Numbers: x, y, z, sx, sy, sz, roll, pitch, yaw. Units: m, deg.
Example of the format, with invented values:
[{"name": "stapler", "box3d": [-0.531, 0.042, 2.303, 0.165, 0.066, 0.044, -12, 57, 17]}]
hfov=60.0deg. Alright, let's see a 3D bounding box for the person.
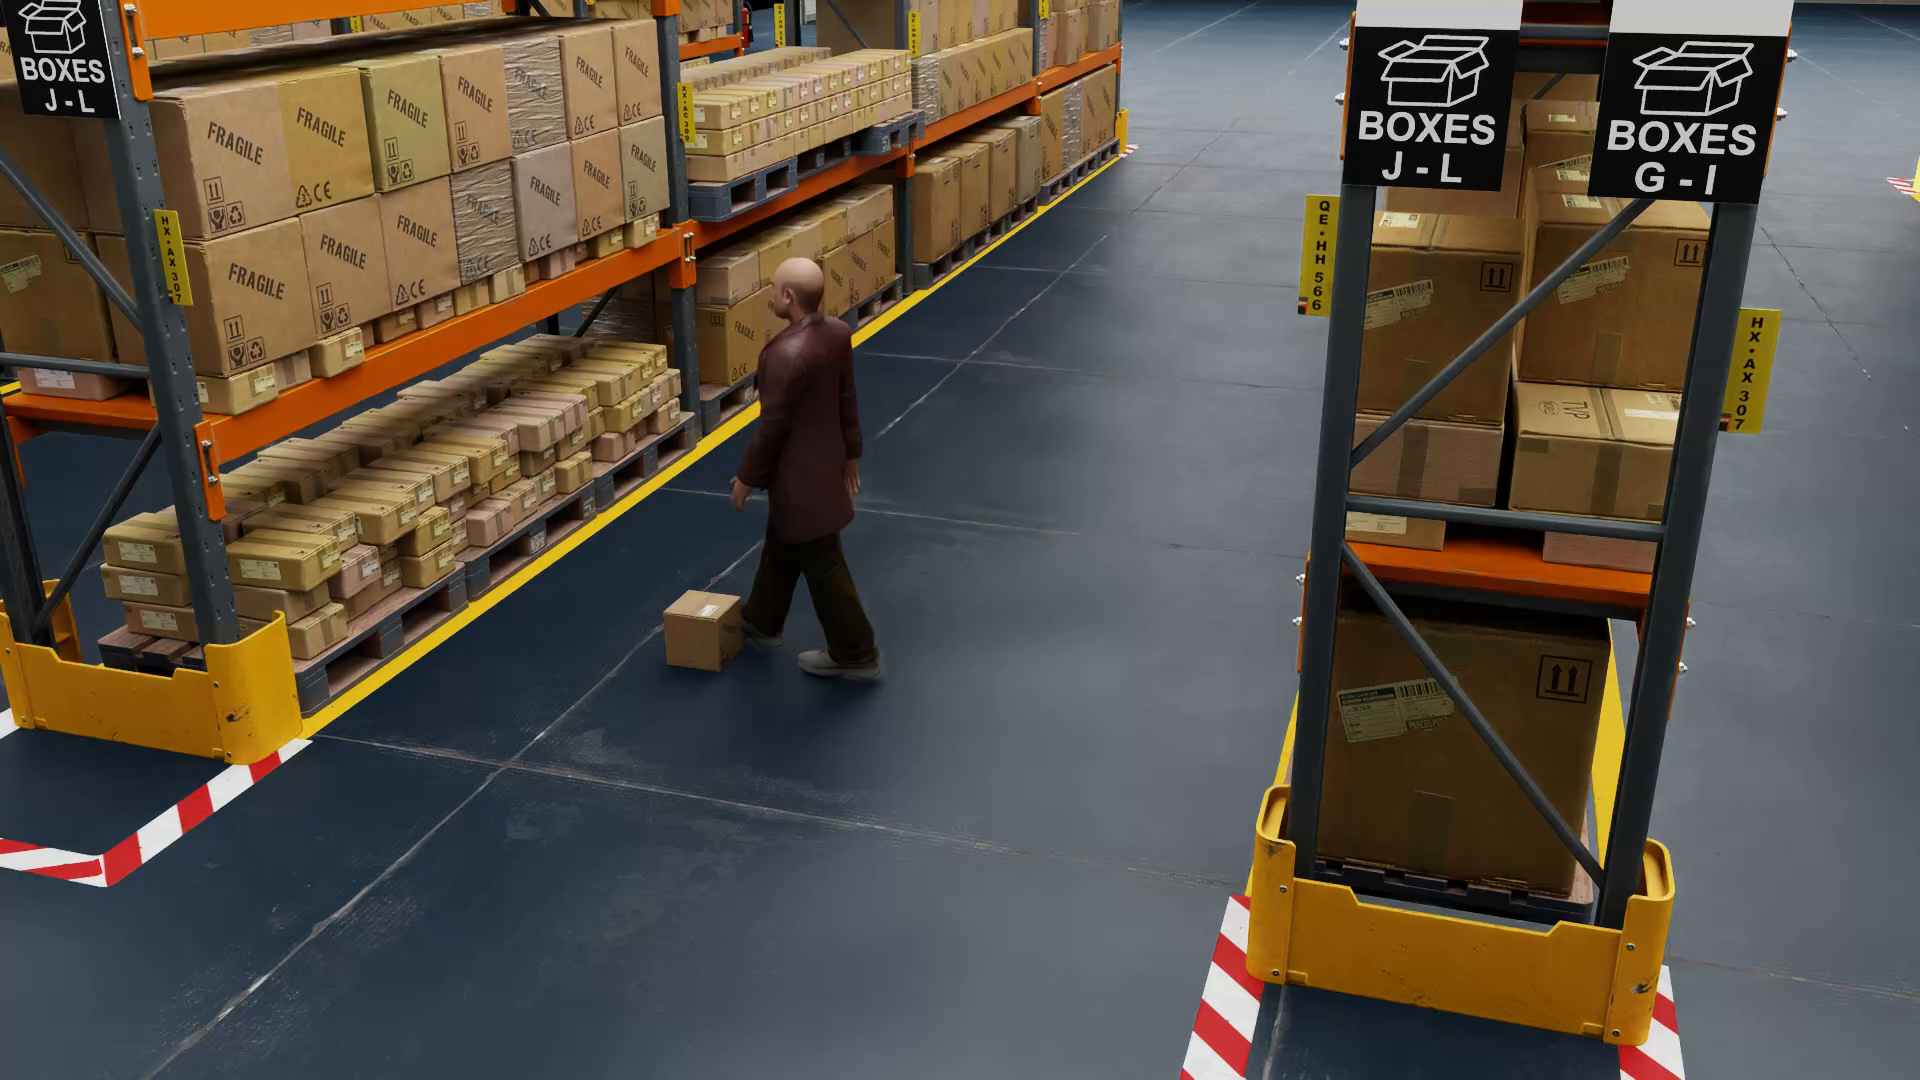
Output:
[{"name": "person", "box3d": [-0.742, -0.287, 6.796, 0.858, 1.765, 0.596, 6, 22, 15]}]
